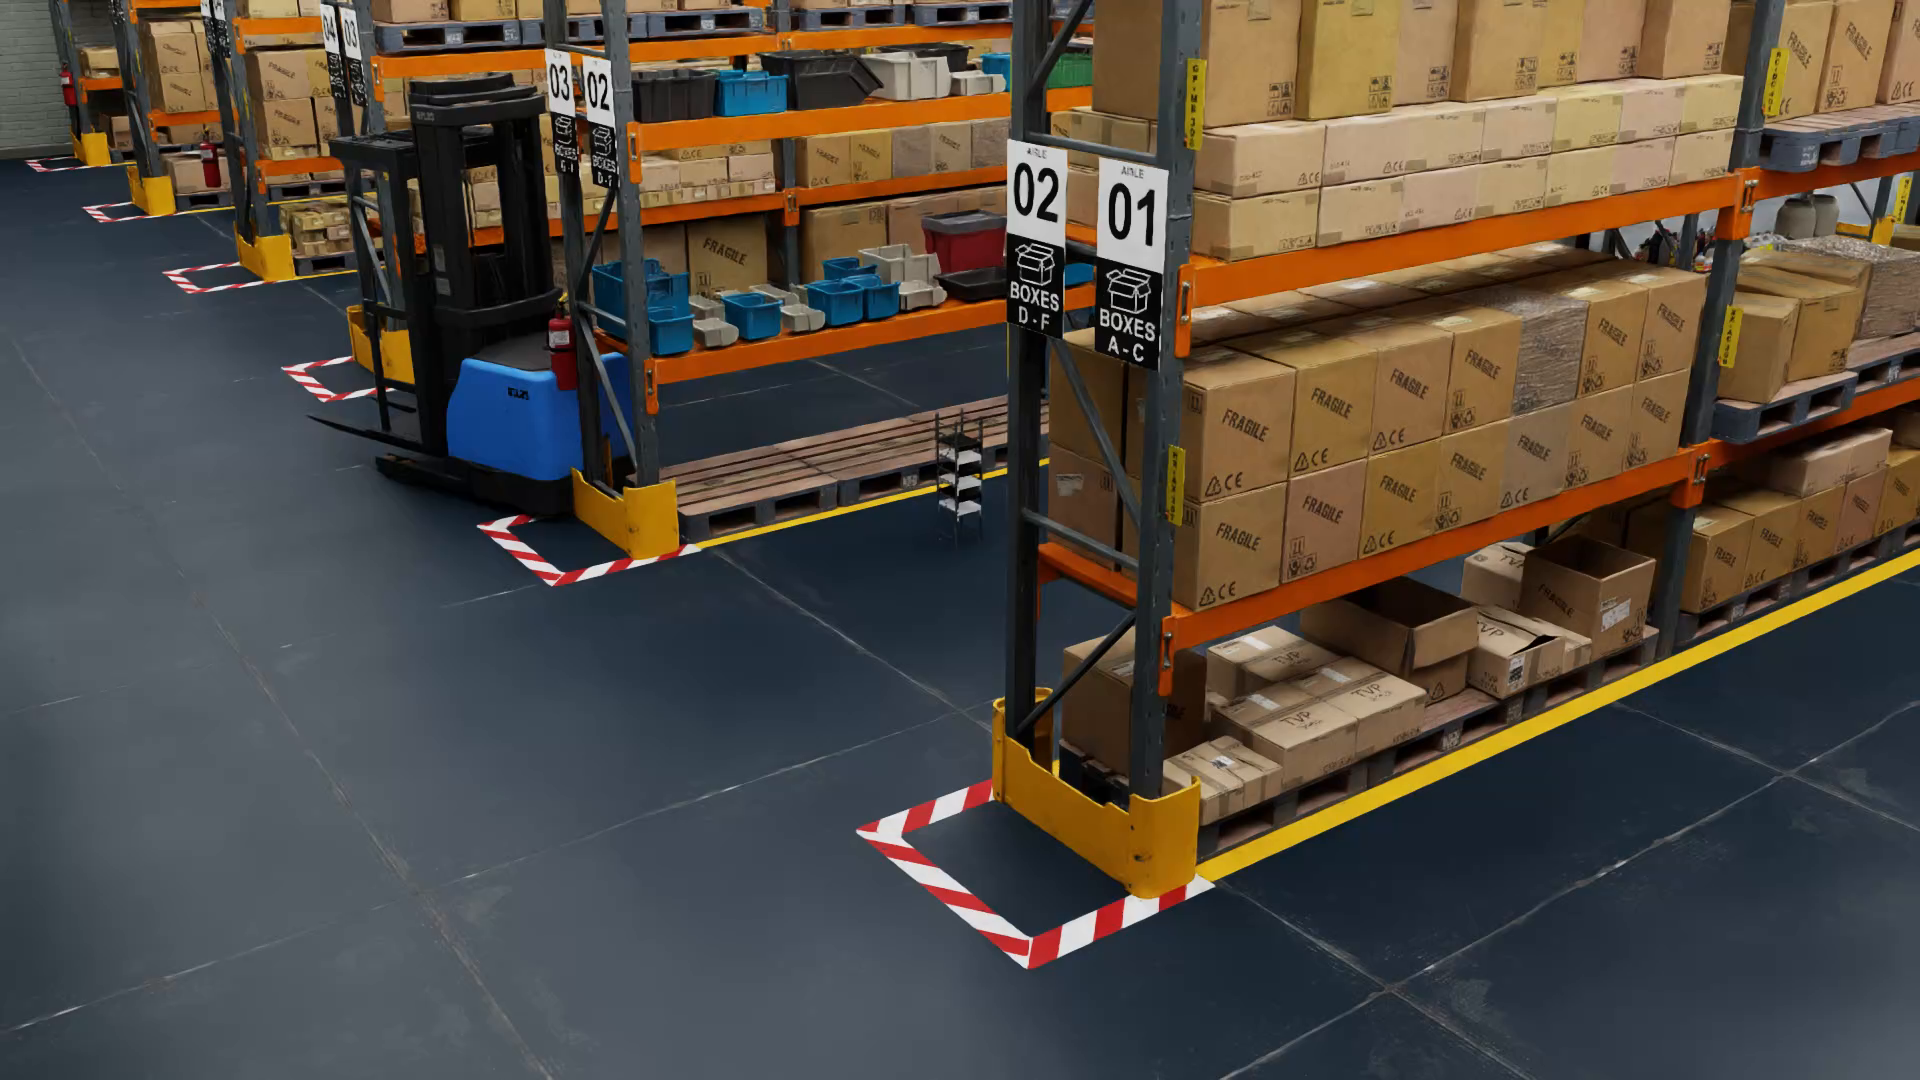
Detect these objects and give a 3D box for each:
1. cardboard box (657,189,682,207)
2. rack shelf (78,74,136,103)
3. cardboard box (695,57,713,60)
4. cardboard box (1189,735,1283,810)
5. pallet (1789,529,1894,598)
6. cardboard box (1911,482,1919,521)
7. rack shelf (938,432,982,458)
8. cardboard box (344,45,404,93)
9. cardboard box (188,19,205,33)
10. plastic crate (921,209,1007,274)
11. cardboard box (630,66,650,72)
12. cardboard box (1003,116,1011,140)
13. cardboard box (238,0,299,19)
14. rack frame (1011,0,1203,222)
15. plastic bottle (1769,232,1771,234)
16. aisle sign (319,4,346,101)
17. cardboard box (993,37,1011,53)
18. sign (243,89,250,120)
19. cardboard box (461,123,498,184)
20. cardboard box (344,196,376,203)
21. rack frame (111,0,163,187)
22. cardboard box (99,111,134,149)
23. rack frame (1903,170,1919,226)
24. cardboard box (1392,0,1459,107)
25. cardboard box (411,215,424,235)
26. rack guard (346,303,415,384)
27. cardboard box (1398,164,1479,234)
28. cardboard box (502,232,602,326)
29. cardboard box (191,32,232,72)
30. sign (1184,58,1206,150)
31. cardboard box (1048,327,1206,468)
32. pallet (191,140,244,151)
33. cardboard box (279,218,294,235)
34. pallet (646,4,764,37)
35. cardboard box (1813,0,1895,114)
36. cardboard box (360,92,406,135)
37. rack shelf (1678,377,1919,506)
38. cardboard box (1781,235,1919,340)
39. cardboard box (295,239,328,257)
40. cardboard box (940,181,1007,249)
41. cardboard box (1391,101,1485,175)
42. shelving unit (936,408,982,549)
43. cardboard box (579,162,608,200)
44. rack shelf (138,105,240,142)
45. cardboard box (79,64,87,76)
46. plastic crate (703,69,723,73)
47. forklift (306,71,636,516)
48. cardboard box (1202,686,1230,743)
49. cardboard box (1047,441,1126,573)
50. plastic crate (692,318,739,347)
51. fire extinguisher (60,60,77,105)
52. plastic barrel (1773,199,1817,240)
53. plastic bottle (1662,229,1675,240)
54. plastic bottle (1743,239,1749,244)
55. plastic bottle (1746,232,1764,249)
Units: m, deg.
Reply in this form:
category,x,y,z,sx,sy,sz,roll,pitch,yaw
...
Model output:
category,x,y,z,sx,sy,sz,roll,pitch,yaw
cardboard box,-2.874,-3.325,16.021,0.250,0.149,0.380,-14,26,-32
rack shelf,-12.296,-7.536,27.205,4.000,0.370,1.077,-15,26,-33
cardboard box,-4.151,-7.769,26.591,0.250,0.149,0.380,-17,27,-36
cardboard box,1.296,1.088,7.852,0.250,0.166,0.380,-15,26,-33
pallet,5.429,-0.006,11.126,1.213,0.211,1.003,-15,26,-33
cardboard box,6.425,-0.484,11.341,0.500,0.500,0.500,-14,26,-31
rack shelf,-0.007,-0.636,11.137,0.200,0.077,0.258,-15,26,-33
cardboard box,-6.684,-5.361,18.898,0.500,0.500,0.500,-16,27,-34
cardboard box,-10.118,-6.850,22.157,0.250,0.149,0.380,-14,26,-31
plastic crate,0.039,-2.279,12.893,0.583,0.464,0.402,-15,26,-33
cardboard box,-4.157,-5.957,21.248,0.250,0.149,0.380,-16,27,-35
cardboard box,0.600,-4.454,18.376,0.500,0.500,0.500,-15,26,-33
cardboard box,-7.531,-5.821,18.092,0.500,0.250,0.500,-14,26,-31
rack frame,0.553,-2.769,6.193,0.127,3.000,1.000,-15,26,-33
plastic bottle,9.133,-3.335,18.779,0.133,0.283,0.061,-15,26,-33
aisle sign,-5.463,-4.245,14.481,0.004,0.787,0.394,-15,26,-33
cardboard box,0.470,-7.255,24.047,0.500,0.500,0.700,-15,26,-32
sign,-7.727,-4.716,18.000,0.005,0.325,0.100,-15,26,-33
cardboard box,-4.276,-3.511,14.937,0.500,0.500,0.500,-16,27,-34
cardboard box,-7.142,-3.984,19.810,0.250,0.149,0.380,-16,27,-35
rack frame,-11.017,-5.945,22.247,0.127,3.000,1.000,-15,26,-33
cardboard box,-13.367,-6.577,26.632,0.637,0.503,0.797,-16,27,-35
rack frame,7.047,-1.714,11.644,0.127,3.000,1.000,-15,26,-33
cardboard box,1.759,-2.226,7.395,0.500,0.500,0.700,-15,26,-33
cardboard box,-4.749,-2.824,14.766,0.250,0.149,0.380,-15,26,-32
rack guard,-5.249,-1.797,15.226,0.348,0.500,1.175,-15,26,-33
cardboard box,1.937,-1.554,7.397,0.500,0.250,0.500,-15,26,-33
cardboard box,-4.018,-2.531,15.992,0.875,0.875,0.875,-15,26,-33
cardboard box,-10.046,-6.588,22.374,0.500,0.500,0.500,-16,27,-34
sign,0.870,-1.618,6.178,0.005,0.325,0.100,-15,26,-33
cardboard box,0.753,-0.672,7.549,0.500,0.500,0.500,-15,26,-33
pallet,-12.221,-6.594,27.636,1.213,0.211,1.003,-15,26,-33
cardboard box,-7.783,-3.687,19.466,0.250,0.149,0.380,-16,27,-34
pallet,-2.653,-5.007,15.970,1.213,0.211,1.003,-15,26,-33
cardboard box,4.781,-2.768,9.401,0.600,0.600,0.600,-15,26,-33
cardboard box,-6.694,-4.902,19.097,0.500,0.500,0.500,-15,26,-32
rack shelf,5.423,-0.947,10.692,4.000,0.370,1.077,-15,26,-33
cardboard box,5.747,-1.645,10.769,0.500,0.500,0.700,-10,24,-23
cardboard box,-7.432,-3.365,19.063,0.250,0.149,0.380,-14,26,-32
cardboard box,-0.036,-3.569,18.594,0.875,0.875,1.225,-15,26,-33
cardboard box,1.934,-1.787,7.308,0.500,0.250,0.500,-15,26,-33
shelving unit,-0.007,-0.416,11.225,0.210,0.900,0.258,-15,26,-33
cardboard box,-3.434,-3.391,15.649,0.500,0.250,0.500,-16,27,-34
rack shelf,-9.394,-6.043,23.465,4.000,0.370,1.077,-15,26,-33
cardboard box,-13.807,-7.473,26.416,0.250,0.149,0.380,-15,26,-33
plastic crate,-1.703,-3.067,11.275,0.336,0.188,0.450,-15,26,-33
forklift,-3.803,-1.941,12.307,3.031,2.935,1.130,14,26,32
cardboard box,1.232,0.877,8.381,0.250,0.166,0.380,-15,26,-33
cardboard box,0.757,-0.207,7.734,0.500,0.500,0.500,-14,26,-31
plastic crate,-1.636,-1.378,11.076,0.298,0.136,0.250,-15,26,-33
fire extinguisher,-13.769,-7.057,25.642,0.183,0.674,0.296,-15,26,-33
plastic barrel,9.754,-3.702,19.417,0.421,0.512,0.421,0,22,0
plastic bottle,7.914,-3.312,18.630,0.185,0.351,0.144,-16,27,-35
plastic bottle,8.693,-3.232,18.530,0.135,0.276,0.152,-15,26,-33
plastic bottle,8.800,-3.227,18.418,0.185,0.351,0.144,-15,26,-33
